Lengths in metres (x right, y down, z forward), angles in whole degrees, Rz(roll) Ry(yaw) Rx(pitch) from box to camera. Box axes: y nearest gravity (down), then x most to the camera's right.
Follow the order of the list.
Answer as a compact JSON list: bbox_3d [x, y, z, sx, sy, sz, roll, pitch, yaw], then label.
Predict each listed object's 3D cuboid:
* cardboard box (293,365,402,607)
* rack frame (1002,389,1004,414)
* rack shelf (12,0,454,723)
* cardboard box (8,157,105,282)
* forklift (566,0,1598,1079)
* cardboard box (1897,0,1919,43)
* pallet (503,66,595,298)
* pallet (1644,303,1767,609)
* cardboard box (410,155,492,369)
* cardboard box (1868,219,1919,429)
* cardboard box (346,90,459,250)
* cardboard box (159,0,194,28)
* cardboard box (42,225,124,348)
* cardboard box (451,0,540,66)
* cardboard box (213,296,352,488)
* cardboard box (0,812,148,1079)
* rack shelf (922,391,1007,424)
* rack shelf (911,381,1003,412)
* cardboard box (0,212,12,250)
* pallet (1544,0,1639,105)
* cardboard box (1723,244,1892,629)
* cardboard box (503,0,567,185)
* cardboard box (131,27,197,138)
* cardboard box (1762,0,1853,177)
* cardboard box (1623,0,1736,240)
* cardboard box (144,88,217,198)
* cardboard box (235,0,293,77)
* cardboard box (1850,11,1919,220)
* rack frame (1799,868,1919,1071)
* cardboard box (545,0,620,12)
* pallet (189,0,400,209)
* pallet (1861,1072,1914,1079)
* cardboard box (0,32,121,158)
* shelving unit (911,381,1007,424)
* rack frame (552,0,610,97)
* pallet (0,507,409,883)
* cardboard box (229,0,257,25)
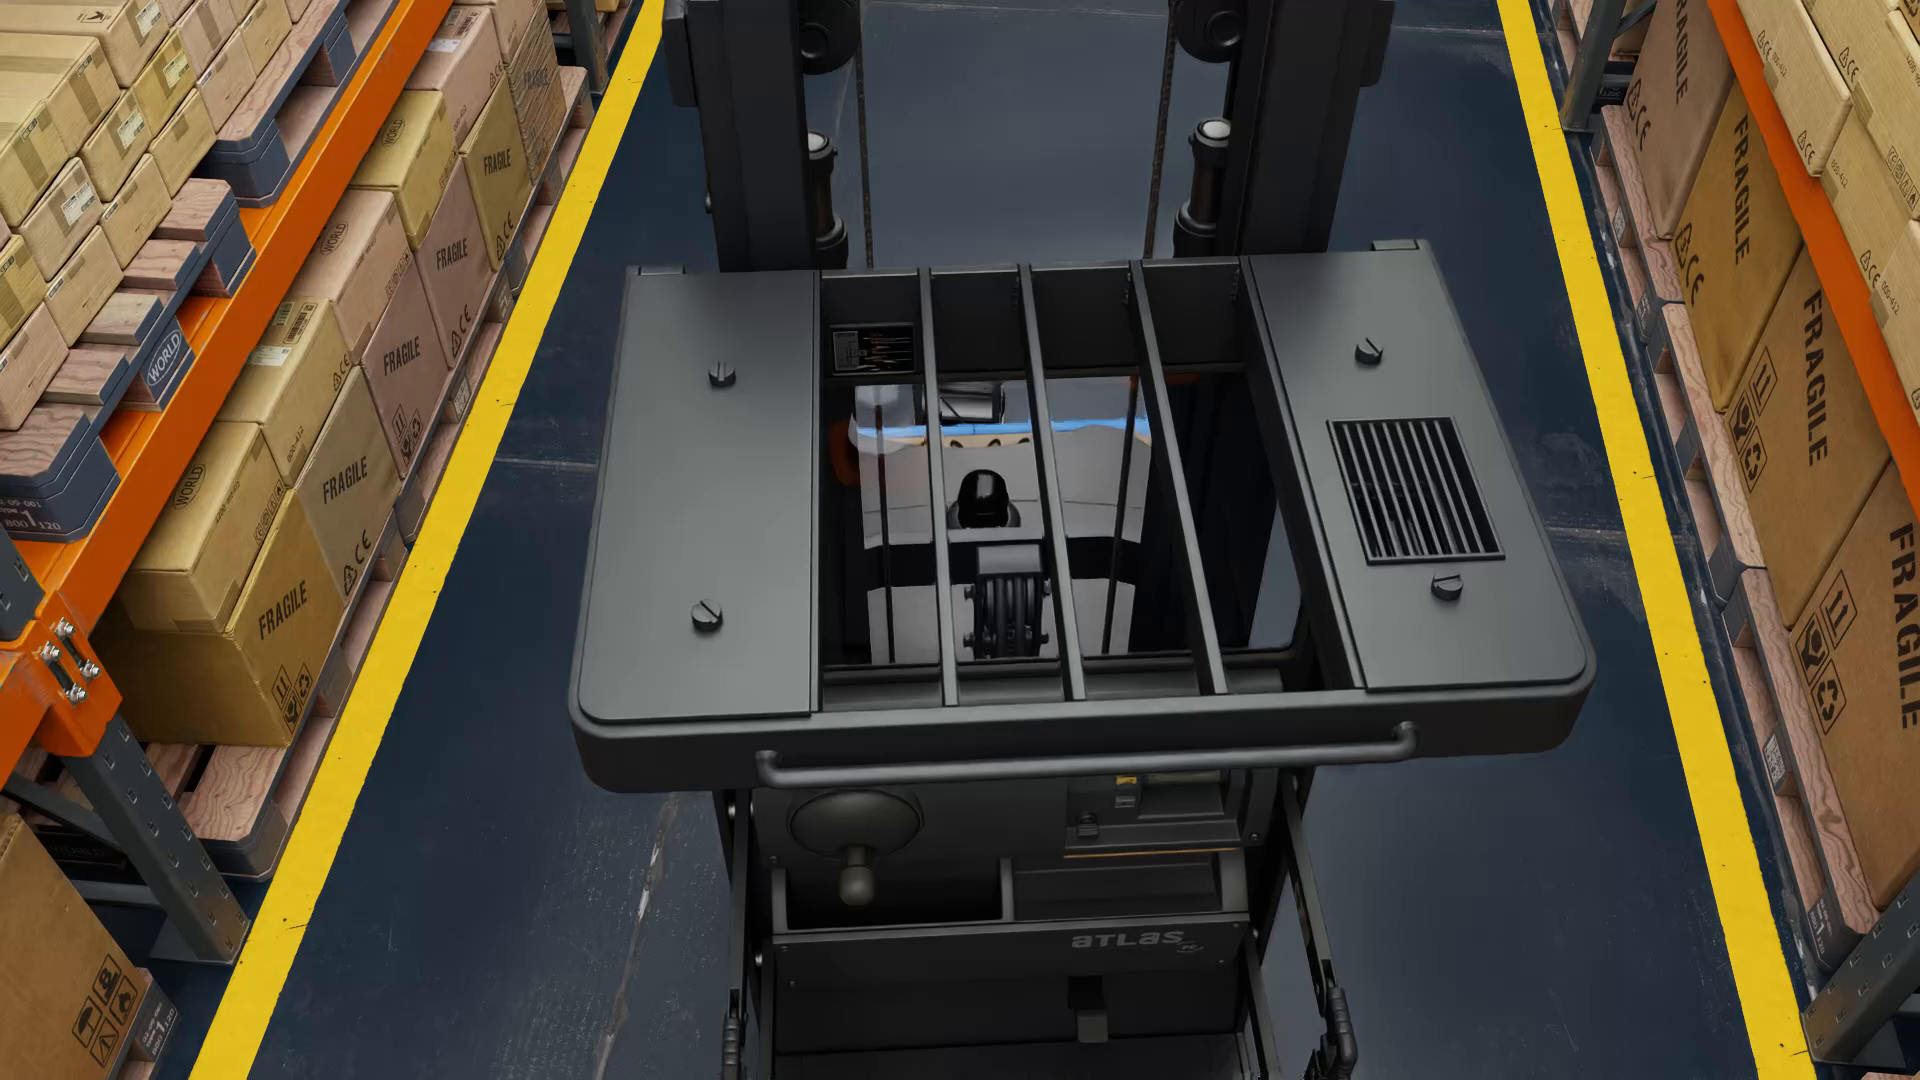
[{"bbox_3d":[-1.987,-0.171,4.783,0.500,0.500,0.500,4,48,4],"label":"cardboard box"},{"bbox_3d":[0.010,-0.384,4.992,0.240,0.900,0.006,4,48,4],"label":"rack frame"},{"bbox_3d":[-2.166,-1.227,4.827,1.077,0.370,4.000,4,48,4],"label":"rack shelf"},{"bbox_3d":[-2.081,-0.699,3.541,0.380,0.149,0.250,6,48,5],"label":"cardboard box"},{"bbox_3d":[0.112,0.532,2.777,1.130,2.935,3.031,-2,48,-2],"label":"forklift"},{"bbox_3d":[2.468,-1.253,3.618,0.500,0.500,0.500,4,48,4],"label":"cardboard box"},{"bbox_3d":[-2.053,-1.427,6.412,1.003,0.211,1.213,4,48,4],"label":"pallet"},{"bbox_3d":[2.851,-0.269,5.353,1.003,0.211,1.213,4,48,4],"label":"pallet"},{"bbox_3d":[-1.898,-0.924,5.471,0.500,0.500,0.500,3,48,3],"label":"cardboard box"},{"bbox_3d":[2.409,-0.457,3.737,0.500,0.250,0.500,5,48,4],"label":"cardboard box"},{"bbox_3d":[-1.894,-1.161,5.180,0.500,0.250,0.500,2,48,2],"label":"cardboard box"},{"bbox_3d":[-2.017,-1.356,3.940,0.380,0.149,0.250,6,48,5],"label":"cardboard box"},{"bbox_3d":[-2.082,-0.570,3.624,0.380,0.149,0.250,6,48,5],"label":"cardboard box"},{"bbox_3d":[-1.800,-1.927,5.881,0.500,0.250,0.500,3,48,2],"label":"cardboard box"},{"bbox_3d":[-1.998,-0.415,4.498,0.500,0.250,0.500,3,48,3],"label":"cardboard box"},{"bbox_3d":[-2.493,1.058,3.489,1.050,0.750,0.750,3,48,3],"label":"cardboard box"},{"bbox_3d":[0.001,-0.348,4.882,0.258,0.077,0.200,4,48,4],"label":"rack shelf"},{"bbox_3d":[0.001,-0.469,4.749,0.258,0.077,0.200,4,48,4],"label":"rack shelf"},{"bbox_3d":[-2.113,-0.588,3.238,0.380,0.149,0.250,4,48,4],"label":"cardboard box"},{"bbox_3d":[3.102,-2.294,7.205,1.003,0.211,1.213,4,48,4],"label":"pallet"},{"bbox_3d":[2.822,-0.324,4.669,0.875,0.875,0.875,4,48,4],"label":"cardboard box"},{"bbox_3d":[-1.800,-1.677,6.161,0.500,0.500,0.500,3,48,3],"label":"cardboard box"},{"bbox_3d":[-2.038,-1.081,3.890,0.380,0.149,0.250,4,48,4],"label":"cardboard box"},{"bbox_3d":[2.489,-1.202,4.419,0.500,0.250,0.500,3,48,3],"label":"cardboard box"},{"bbox_3d":[2.978,-1.645,5.877,0.875,0.875,0.875,5,48,5],"label":"cardboard box"},{"bbox_3d":[-2.034,-0.967,3.987,0.380,0.149,0.250,6,48,5],"label":"cardboard box"},{"bbox_3d":[-1.987,-1.347,4.335,0.380,0.149,0.250,4,48,4],"label":"cardboard box"},{"bbox_3d":[2.451,-0.988,3.883,0.500,0.250,0.500,3,48,3],"label":"cardboard box"},{"bbox_3d":[2.591,0.258,2.981,1.000,3.000,0.127,4,48,4],"label":"rack frame"},{"bbox_3d":[-1.630,-2.365,7.028,0.380,0.149,0.250,2,48,2],"label":"cardboard box"},{"bbox_3d":[-2.208,-1.393,4.621,1.003,0.211,1.213,4,48,4],"label":"pallet"},{"bbox_3d":[2.518,1.773,3.485,1.003,0.211,1.213,4,48,4],"label":"pallet"},{"bbox_3d":[-2.064,-0.962,3.580,0.380,0.149,0.250,4,48,3],"label":"cardboard box"},{"bbox_3d":[0.001,-0.310,4.923,0.258,0.900,0.210,4,48,4],"label":"shelving unit"},{"bbox_3d":[-1.983,-2.940,5.906,1.000,3.000,0.127,4,48,4],"label":"rack frame"},{"bbox_3d":[-2.275,0.366,4.772,1.003,0.211,1.213,4,48,4],"label":"pallet"},{"bbox_3d":[-1.988,-1.446,4.224,0.380,0.149,0.250,3,48,3],"label":"cardboard box"}]
